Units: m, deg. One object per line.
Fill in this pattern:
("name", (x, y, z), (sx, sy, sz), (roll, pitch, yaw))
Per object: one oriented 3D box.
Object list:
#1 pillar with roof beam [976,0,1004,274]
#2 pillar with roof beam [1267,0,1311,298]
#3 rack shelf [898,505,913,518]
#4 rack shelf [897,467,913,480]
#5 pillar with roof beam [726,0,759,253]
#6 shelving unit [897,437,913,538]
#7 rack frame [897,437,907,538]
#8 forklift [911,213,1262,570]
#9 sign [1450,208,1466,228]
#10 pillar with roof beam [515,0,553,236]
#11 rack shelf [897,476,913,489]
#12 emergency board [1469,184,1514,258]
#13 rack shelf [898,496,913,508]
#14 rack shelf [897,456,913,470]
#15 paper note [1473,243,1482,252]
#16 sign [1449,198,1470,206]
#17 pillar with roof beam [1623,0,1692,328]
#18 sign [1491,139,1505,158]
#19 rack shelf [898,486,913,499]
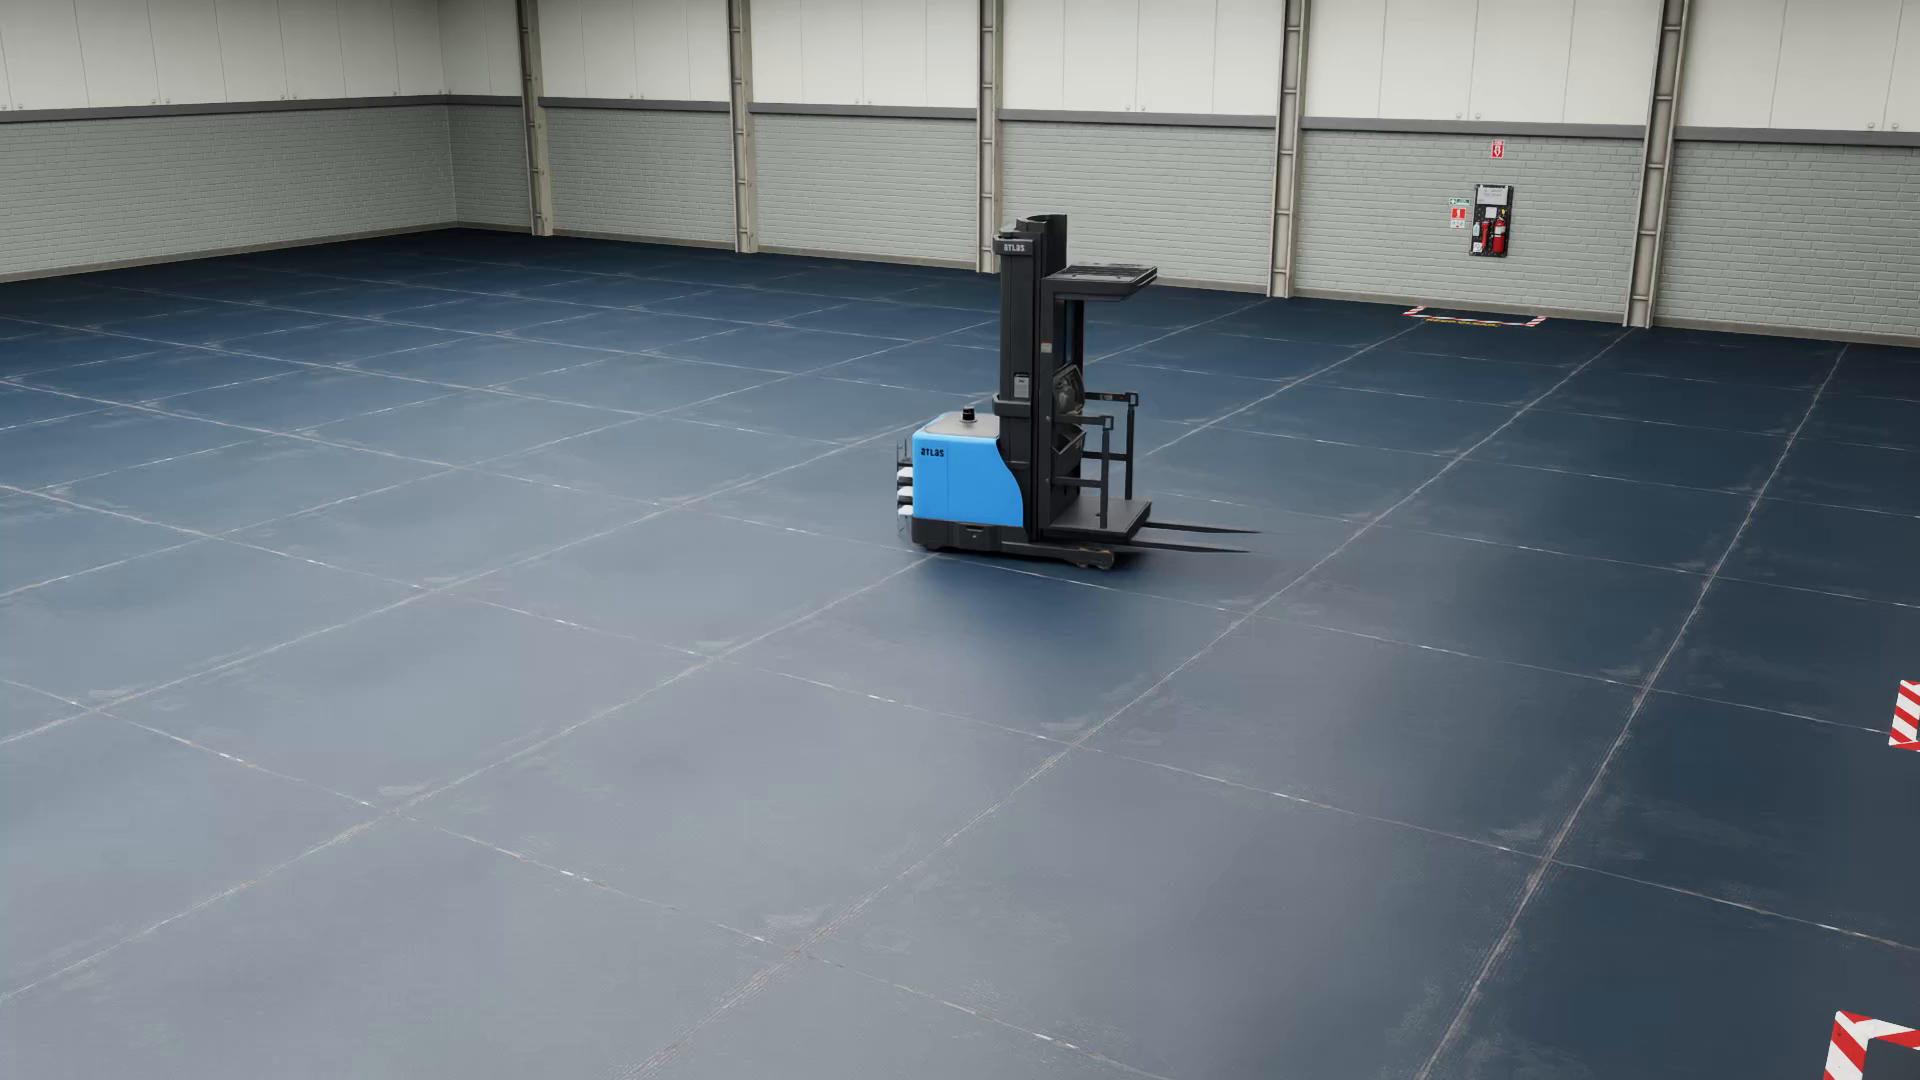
("pillar with roof beam", (-1.685, -8.478, 27.676), (0.400, 9.000, 9.100), (10, 20, 30))
("pillar with roof beam", (3.428, -7.565, 24.672), (0.400, 9.000, 9.100), (10, 20, 30))
("rack shelf", (-0.436, -0.264, 15.305), (0.200, 0.077, 0.258), (5, 18, 17))
("rack shelf", (-0.436, -0.608, 15.200), (0.200, 0.077, 0.258), (5, 18, 17))
("pillar with roof beam", (-6.797, -9.390, 30.681), (0.400, 9.000, 9.100), (10, 20, 30))
("shelving unit", (-0.436, -0.468, 15.243), (0.210, 0.900, 0.258), (5, 18, 17))
("rack frame", (-0.533, -0.477, 15.273), (0.006, 0.900, 0.240), (5, 18, 17))
("forklift", (1.139, -1.320, 14.552), (3.031, 2.935, 1.130), (5, 18, 17))
("sign", (8.291, -5.360, 27.674), (0.234, 0.329, 0.001), (10, 20, 30))
("pillar with roof beam", (-11.910, -10.303, 33.685), (0.400, 9.000, 9.100), (10, 20, 30))
("rack shelf", (-0.436, -0.522, 15.226), (0.200, 0.077, 0.258), (5, 18, 17))
("emergency board", (8.708, -5.233, 27.318), (0.643, 1.169, 0.194), (10, 20, 30))
("rack shelf", (-0.436, -0.350, 15.279), (0.200, 0.077, 0.258), (5, 18, 17))
("rack shelf", (-0.436, -0.695, 15.174), (0.200, 0.077, 0.258), (5, 18, 17))
("paper note", (8.593, -4.856, 27.591), (0.142, 0.148, 0.016), (10, 20, 30))
("sign", (8.290, -5.611, 27.587), (0.331, 0.109, 0.001), (10, 20, 30))
("pillar with roof beam", (8.541, -6.652, 21.667), (0.400, 9.000, 9.100), (10, 20, 30))
("sign", (8.753, -6.369, 27.066), (0.199, 0.298, 0.001), (10, 20, 30))
("rack shelf", (-0.436, -0.436, 15.252), (0.200, 0.077, 0.258), (5, 18, 17))
